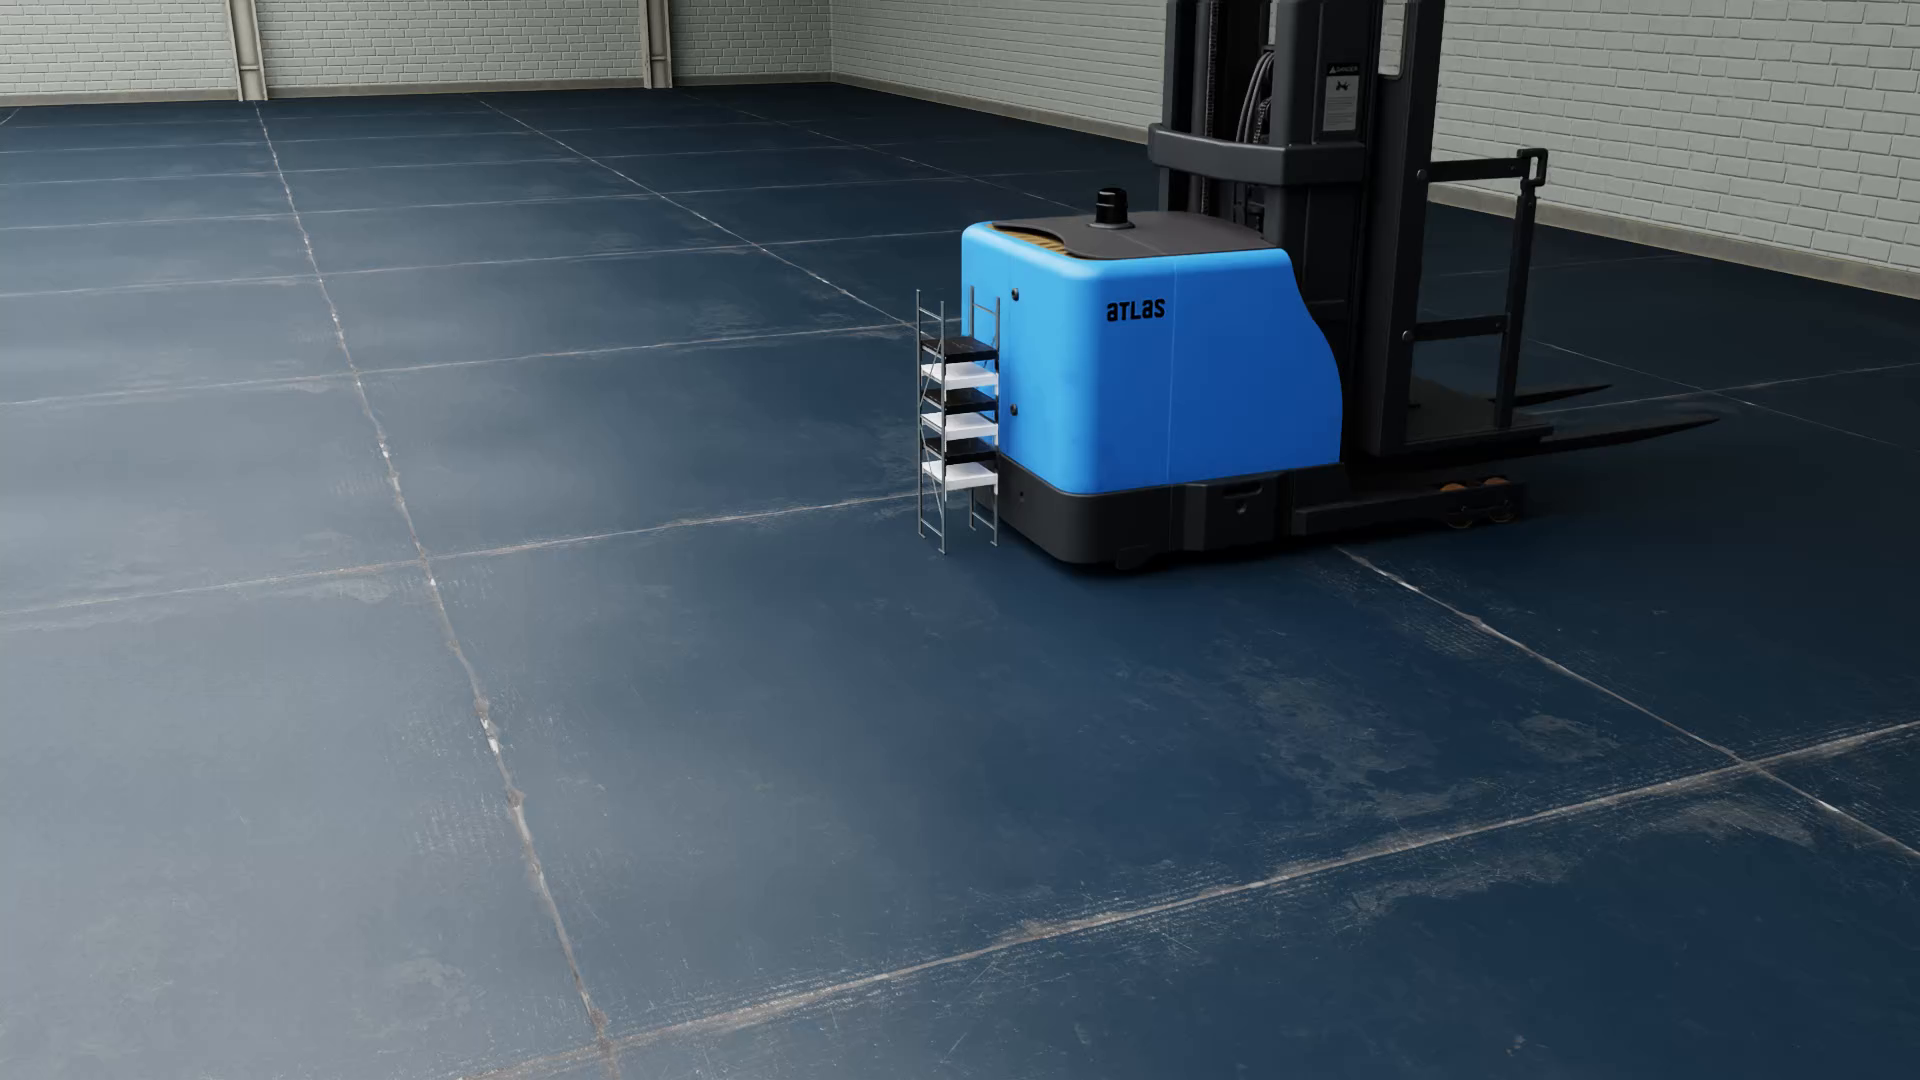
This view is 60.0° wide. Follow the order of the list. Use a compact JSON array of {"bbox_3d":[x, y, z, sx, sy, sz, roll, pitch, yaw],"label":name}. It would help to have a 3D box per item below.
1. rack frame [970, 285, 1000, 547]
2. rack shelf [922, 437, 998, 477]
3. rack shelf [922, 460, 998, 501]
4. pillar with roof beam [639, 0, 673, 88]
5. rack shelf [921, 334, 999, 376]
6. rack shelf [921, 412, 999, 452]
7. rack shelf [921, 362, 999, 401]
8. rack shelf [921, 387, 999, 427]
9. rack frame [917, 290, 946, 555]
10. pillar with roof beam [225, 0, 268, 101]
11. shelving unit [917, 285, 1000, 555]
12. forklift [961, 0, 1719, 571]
[{"bbox_3d":[0.086,-0.437,5.908,0.006,0.900,0.240,-8,21,-22],"label":"rack frame"},{"bbox_3d":[-0.007,-0.307,5.911,0.200,0.077,0.258,-8,21,-22],"label":"rack shelf"},{"bbox_3d":[-0.007,-0.222,5.940,0.200,0.077,0.258,-8,21,-22],"label":"rack shelf"},{"bbox_3d":[-3.109,-10.155,21.313,0.400,9.000,9.100,-8,21,-22],"label":"pillar with roof beam"},{"bbox_3d":[-0.007,-0.647,5.791,0.200,0.077,0.258,-8,21,-22],"label":"rack shelf"},{"bbox_3d":[-0.007,-0.392,5.881,0.200,0.077,0.258,-8,21,-22],"label":"rack shelf"},{"bbox_3d":[-0.007,-0.562,5.821,0.200,0.077,0.258,-8,21,-22],"label":"rack shelf"},{"bbox_3d":[-0.007,-0.477,5.851,0.200,0.077,0.258,-8,21,-22],"label":"rack shelf"},{"bbox_3d":[-0.101,-0.410,5.832,0.006,0.900,0.240,-8,21,-22],"label":"rack frame"},{"bbox_3d":[-8.619,-9.365,19.071,0.400,9.000,9.100,-8,21,-22],"label":"pillar with roof beam"},{"bbox_3d":[-0.007,-0.423,5.870,0.210,0.900,0.258,-8,21,-22],"label":"shelving unit"},{"bbox_3d":[1.559,-1.576,6.084,3.031,2.935,1.130,-8,21,-21],"label":"forklift"}]
